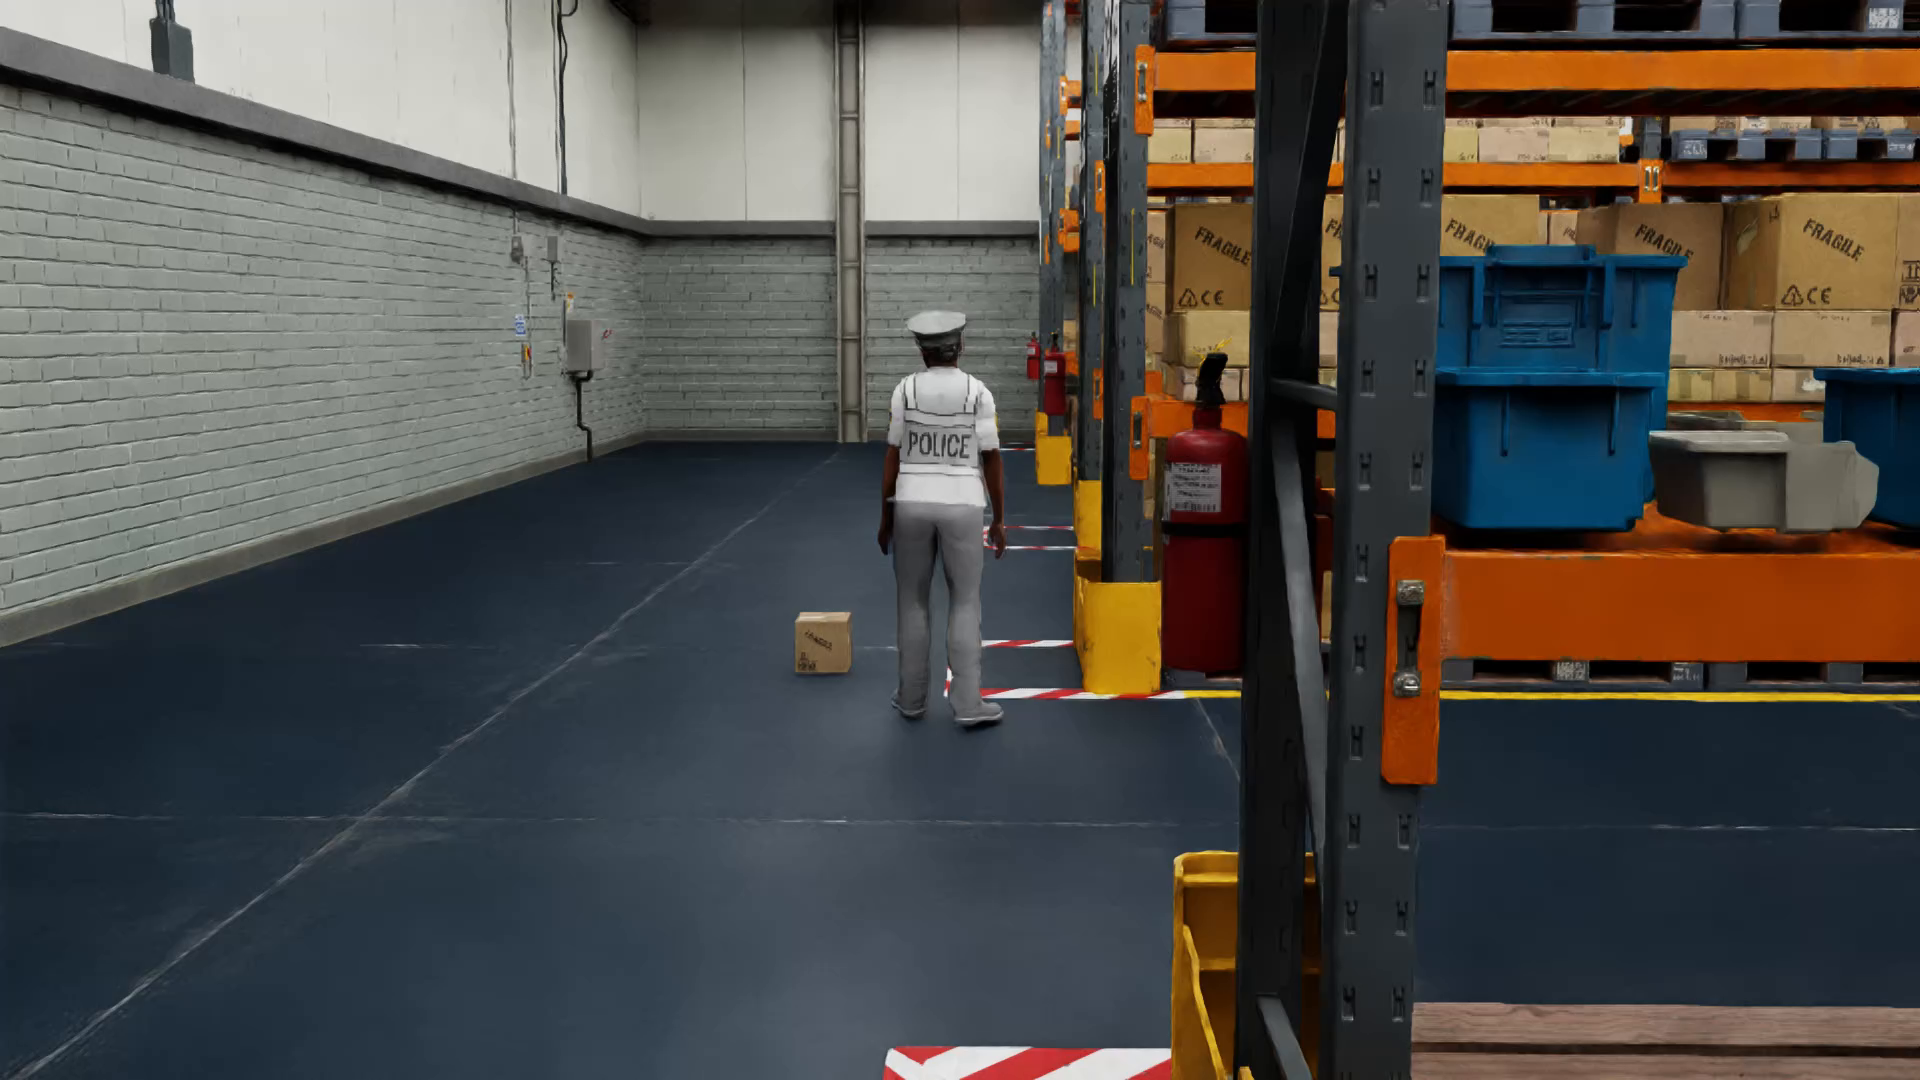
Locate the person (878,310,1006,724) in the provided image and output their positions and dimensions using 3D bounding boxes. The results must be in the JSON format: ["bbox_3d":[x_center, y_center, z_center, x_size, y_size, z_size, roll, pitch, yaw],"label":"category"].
[{"bbox_3d":[-0.074,-0.097,6.829,0.524,1.681,0.441,1,7,4],"label":"person"}]
